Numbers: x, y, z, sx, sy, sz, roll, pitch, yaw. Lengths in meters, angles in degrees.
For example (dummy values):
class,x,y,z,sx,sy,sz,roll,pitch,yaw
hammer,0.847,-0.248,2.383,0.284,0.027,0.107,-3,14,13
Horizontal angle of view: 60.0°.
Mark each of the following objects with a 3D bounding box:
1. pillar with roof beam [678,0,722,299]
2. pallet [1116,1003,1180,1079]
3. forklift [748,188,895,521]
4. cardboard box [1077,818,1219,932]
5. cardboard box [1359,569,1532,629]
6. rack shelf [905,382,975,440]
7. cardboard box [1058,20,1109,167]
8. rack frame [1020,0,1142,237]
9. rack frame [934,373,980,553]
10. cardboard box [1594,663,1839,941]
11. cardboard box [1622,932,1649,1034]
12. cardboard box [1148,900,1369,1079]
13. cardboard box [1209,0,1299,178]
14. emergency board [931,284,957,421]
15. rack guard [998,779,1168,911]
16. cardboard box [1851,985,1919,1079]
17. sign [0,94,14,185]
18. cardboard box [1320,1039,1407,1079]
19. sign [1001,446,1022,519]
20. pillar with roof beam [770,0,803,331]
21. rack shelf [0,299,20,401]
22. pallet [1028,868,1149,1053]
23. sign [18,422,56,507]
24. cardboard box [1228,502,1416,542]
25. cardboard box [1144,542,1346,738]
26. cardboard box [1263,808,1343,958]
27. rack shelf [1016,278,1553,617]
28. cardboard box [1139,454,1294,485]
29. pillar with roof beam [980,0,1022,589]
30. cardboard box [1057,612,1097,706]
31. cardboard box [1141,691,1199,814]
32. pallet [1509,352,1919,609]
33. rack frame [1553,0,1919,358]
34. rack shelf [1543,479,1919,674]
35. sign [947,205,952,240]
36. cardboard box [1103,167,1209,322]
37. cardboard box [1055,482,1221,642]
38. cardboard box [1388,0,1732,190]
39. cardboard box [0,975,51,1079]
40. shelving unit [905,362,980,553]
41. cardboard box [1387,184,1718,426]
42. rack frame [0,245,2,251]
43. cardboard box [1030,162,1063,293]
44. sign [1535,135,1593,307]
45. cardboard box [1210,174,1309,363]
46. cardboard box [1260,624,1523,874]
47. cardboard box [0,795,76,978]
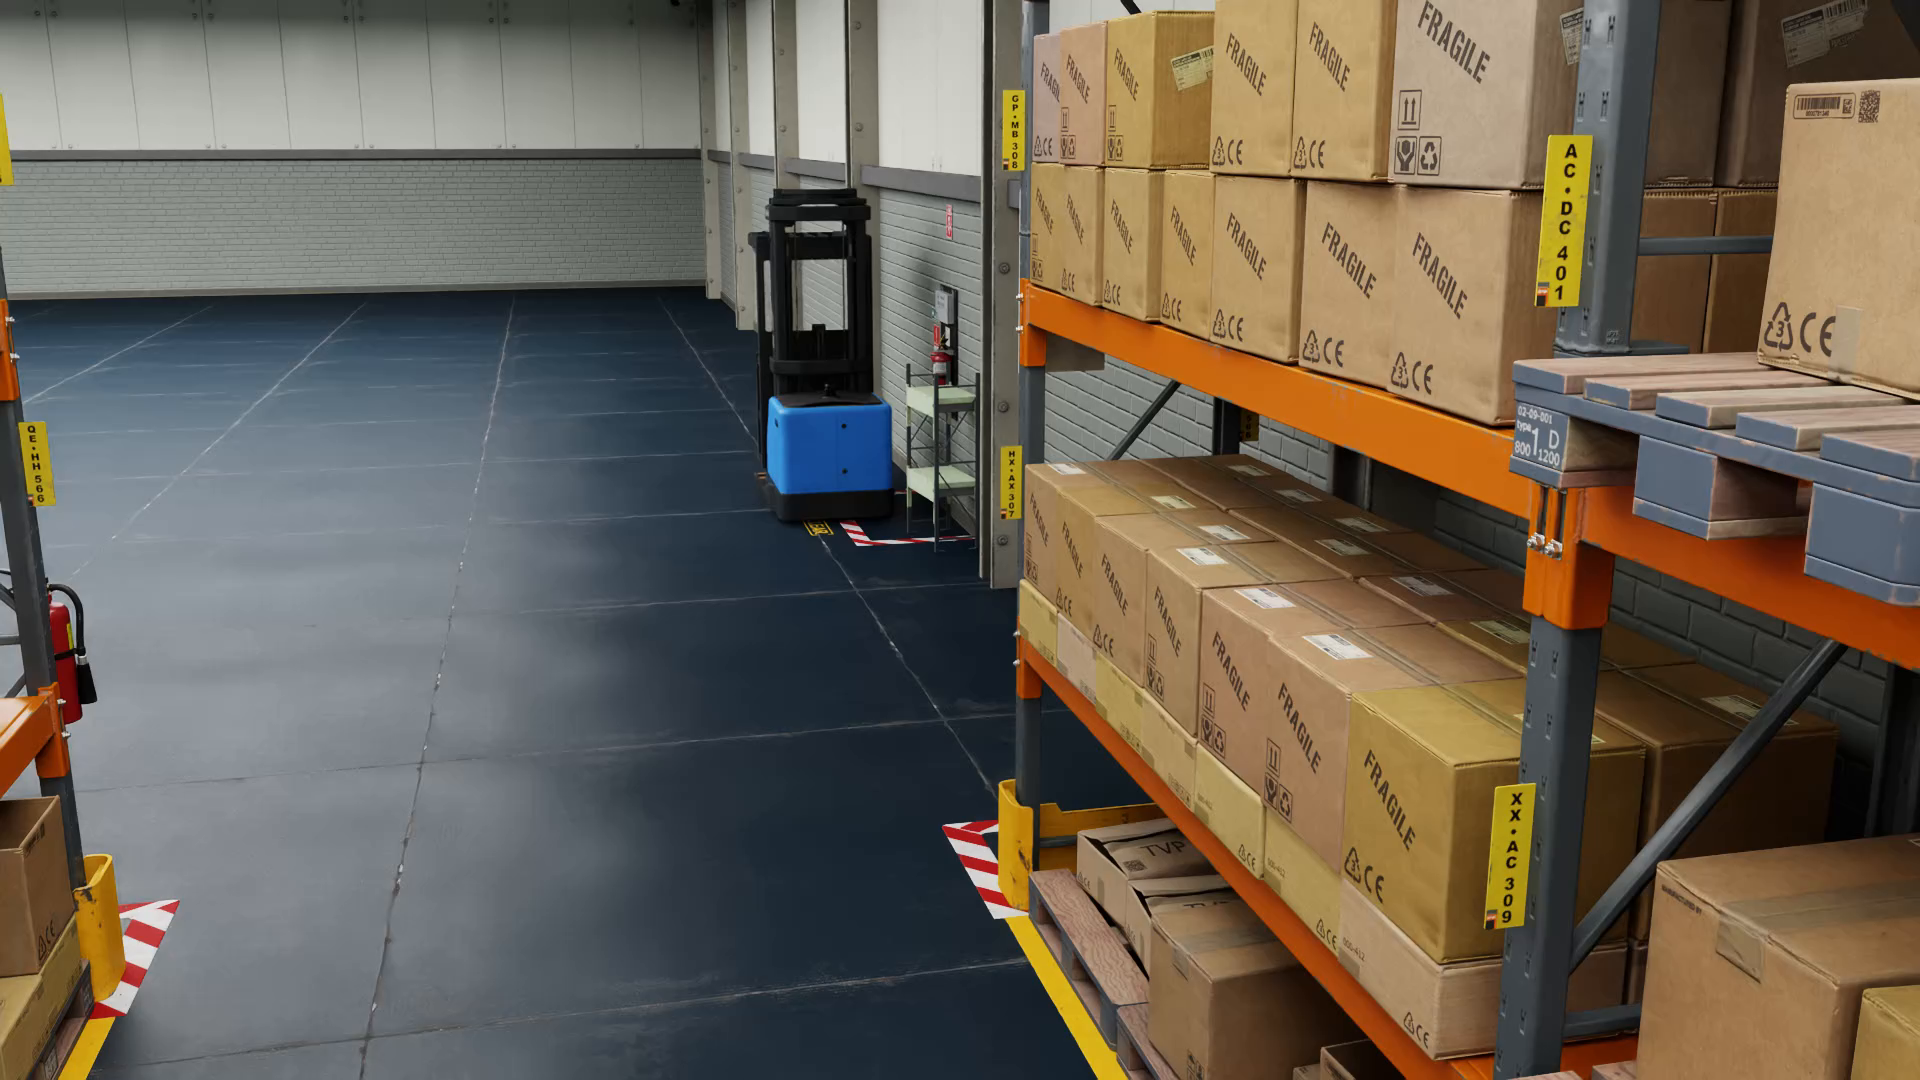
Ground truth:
class,x,y,z,sx,sy,sz,roll,pitch,yaw
pillar with roof beam,-9.469,-9.343,33.710,9.100,9.000,0.548,-3,14,-13
pallet,1.213,1.981,5.874,1.003,0.211,1.213,-3,14,-13
forklift,-1.425,-1.897,16.018,1.130,2.935,3.031,-3,14,-13
cardboard box,0.831,1.396,7.133,0.500,0.311,0.500,-5,15,-20
cardboard box,1.559,0.405,5.142,0.500,0.500,0.500,-3,14,-12
rack shelf,-0.149,-1.103,14.136,0.431,0.370,0.720,-5,15,-19
cardboard box,0.679,-1.642,6.147,0.500,0.500,0.500,-3,14,-14
rack frame,0.756,-2.776,6.828,1.000,3.000,0.127,-3,14,-13
rack frame,-0.023,-0.642,13.895,0.400,1.500,0.023,-5,15,-19
cardboard box,1.788,0.640,4.181,0.500,0.500,0.500,-4,14,-14
cardboard box,1.794,1.004,4.271,0.500,0.250,0.500,-3,14,-13
cardboard box,1.089,1.607,5.868,0.700,0.500,0.500,-4,14,-17
cardboard box,1.043,-1.286,4.691,0.500,0.500,0.500,-4,14,-15
emergency board,-0.191,-1.705,15.084,0.194,1.169,0.643,-3,14,-13
rack guard,0.774,1.370,7.765,1.175,0.500,0.348,-3,14,-13
cardboard box,1.906,1.048,2.681,0.700,0.500,0.500,-2,14,-7
sign,-3.527,-1.460,6.065,0.100,0.325,0.005,-3,14,-13
cardboard box,1.413,1.825,4.978,0.500,0.500,0.500,-4,14,-17
sign,0.229,-0.252,7.313,0.100,0.325,0.005,-3,14,-13
pillar with roof beam,-6.651,-6.575,22.379,9.100,9.000,0.400,-3,14,-13
rack shelf,-3.588,-0.231,4.247,1.077,0.370,4.000,-3,14,-13
pallet,0.930,1.700,7.024,1.003,0.211,1.213,-3,14,-13
sign,-3.527,-0.289,6.351,0.100,0.325,0.005,-3,14,-13
cardboard box,1.308,0.170,6.105,0.500,0.500,0.500,-4,14,-15
cardboard box,0.931,0.317,5.504,0.500,0.500,0.500,-3,14,-11
cardboard box,1.181,0.917,4.629,0.500,0.250,0.500,-3,14,-13
rack shelf,1.226,-0.508,5.381,1.077,0.370,4.000,-3,14,-13
cardboard box,1.073,-0.066,7.070,0.500,0.500,0.500,-3,14,-14
pillar with roof beam,-3.832,-3.807,11.048,9.100,9.000,0.400,-3,14,-13
cardboard box,0.698,0.451,6.535,0.500,0.250,0.500,-4,14,-15
cardboard box,0.928,0.686,5.575,0.500,0.250,0.500,-3,14,-13
pallet,1.737,-0.156,2.822,1.213,0.211,1.003,-3,14,-13
rack frame,1.696,-1.853,3.051,1.000,3.000,0.127,-3,14,-13
rack shelf,2.165,0.415,1.604,1.077,0.370,4.000,-3,14,-13
sign,-0.096,-2.838,14.839,0.001,0.298,0.199,-3,14,-13
cardboard box,0.809,-1.040,5.792,0.500,0.500,0.500,-3,14,-11
cardboard box,0.683,0.079,6.478,0.500,0.500,0.500,-3,14,-13
cardboard box,1.314,-1.040,3.685,0.500,0.500,0.500,-5,14,-18
cardboard box,-3.516,1.769,5.774,0.500,0.250,0.500,-3,14,-13
shelving unit,-0.149,-0.724,14.229,0.431,1.500,0.755,-5,15,-19
cardboard box,1.336,-0.557,3.815,0.500,0.500,0.500,-3,14,-12
rack frame,-4.058,-2.499,5.694,1.000,3.000,0.127,-3,14,-13
cardboard box,0.592,-1.286,6.797,0.500,0.500,0.500,-3,14,-12
sign,1.170,-0.615,3.214,0.100,0.325,0.005,-3,14,-13
cardboard box,1.063,-0.800,4.808,0.500,0.500,0.500,-4,14,-15
cardboard box,1.161,0.554,4.535,0.500,0.500,0.500,-3,14,-14
cardboard box,-3.643,1.290,6.155,0.500,0.500,0.500,-3,14,-13
